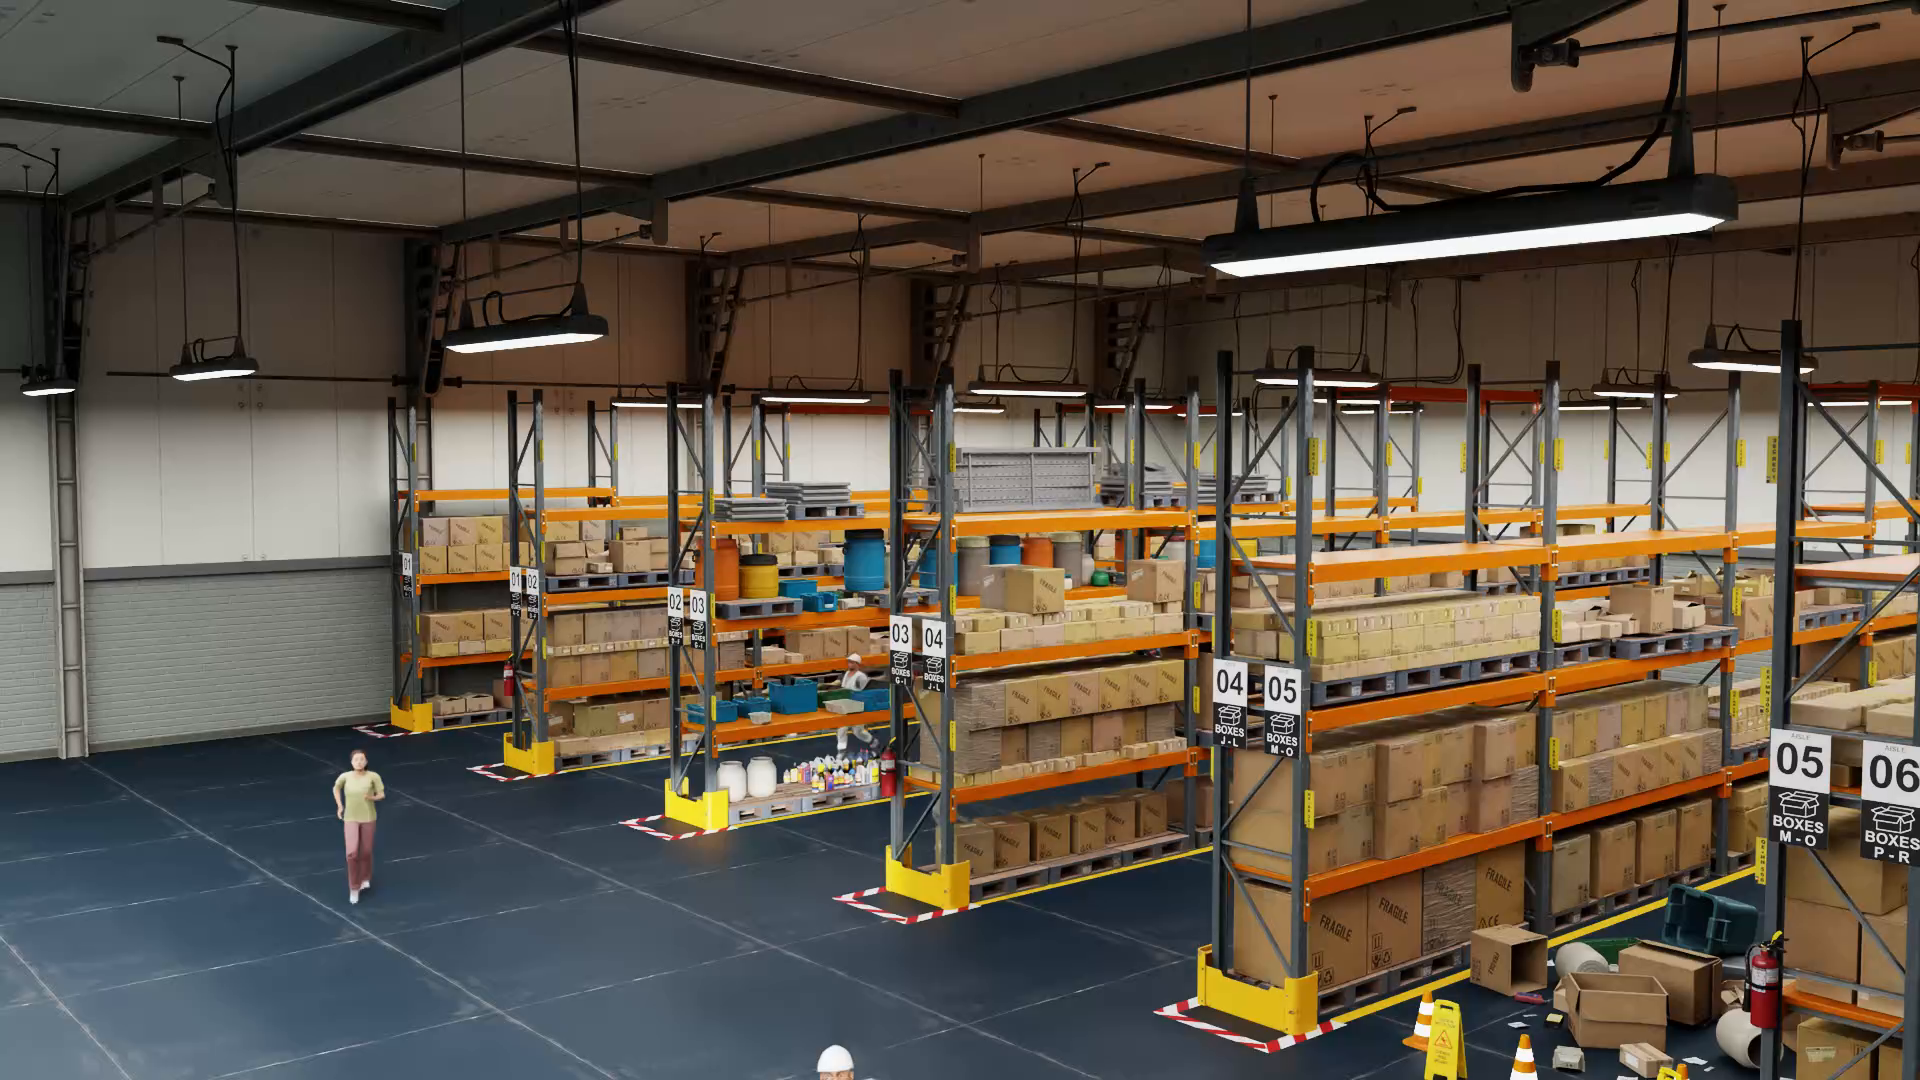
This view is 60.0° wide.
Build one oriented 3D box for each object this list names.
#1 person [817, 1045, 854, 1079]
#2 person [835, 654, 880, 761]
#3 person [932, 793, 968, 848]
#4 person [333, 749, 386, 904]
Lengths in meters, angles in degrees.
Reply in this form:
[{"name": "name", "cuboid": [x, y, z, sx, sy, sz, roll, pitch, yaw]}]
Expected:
[{"name": "person", "cuboid": [-0.690, 3.738, 9.485, 0.680, 1.768, 0.751, 0, 3, 3]}, {"name": "person", "cuboid": [-1.711, 2.709, 26.687, 0.667, 1.768, 0.963, 3, 5, 44]}, {"name": "person", "cuboid": [-0.201, 3.105, 21.168, 0.538, 1.661, 0.658, -3, 4, -40]}, {"name": "person", "cuboid": [-6.823, 3.229, 18.911, 0.561, 1.726, 0.688, -1, 4, -19]}]
